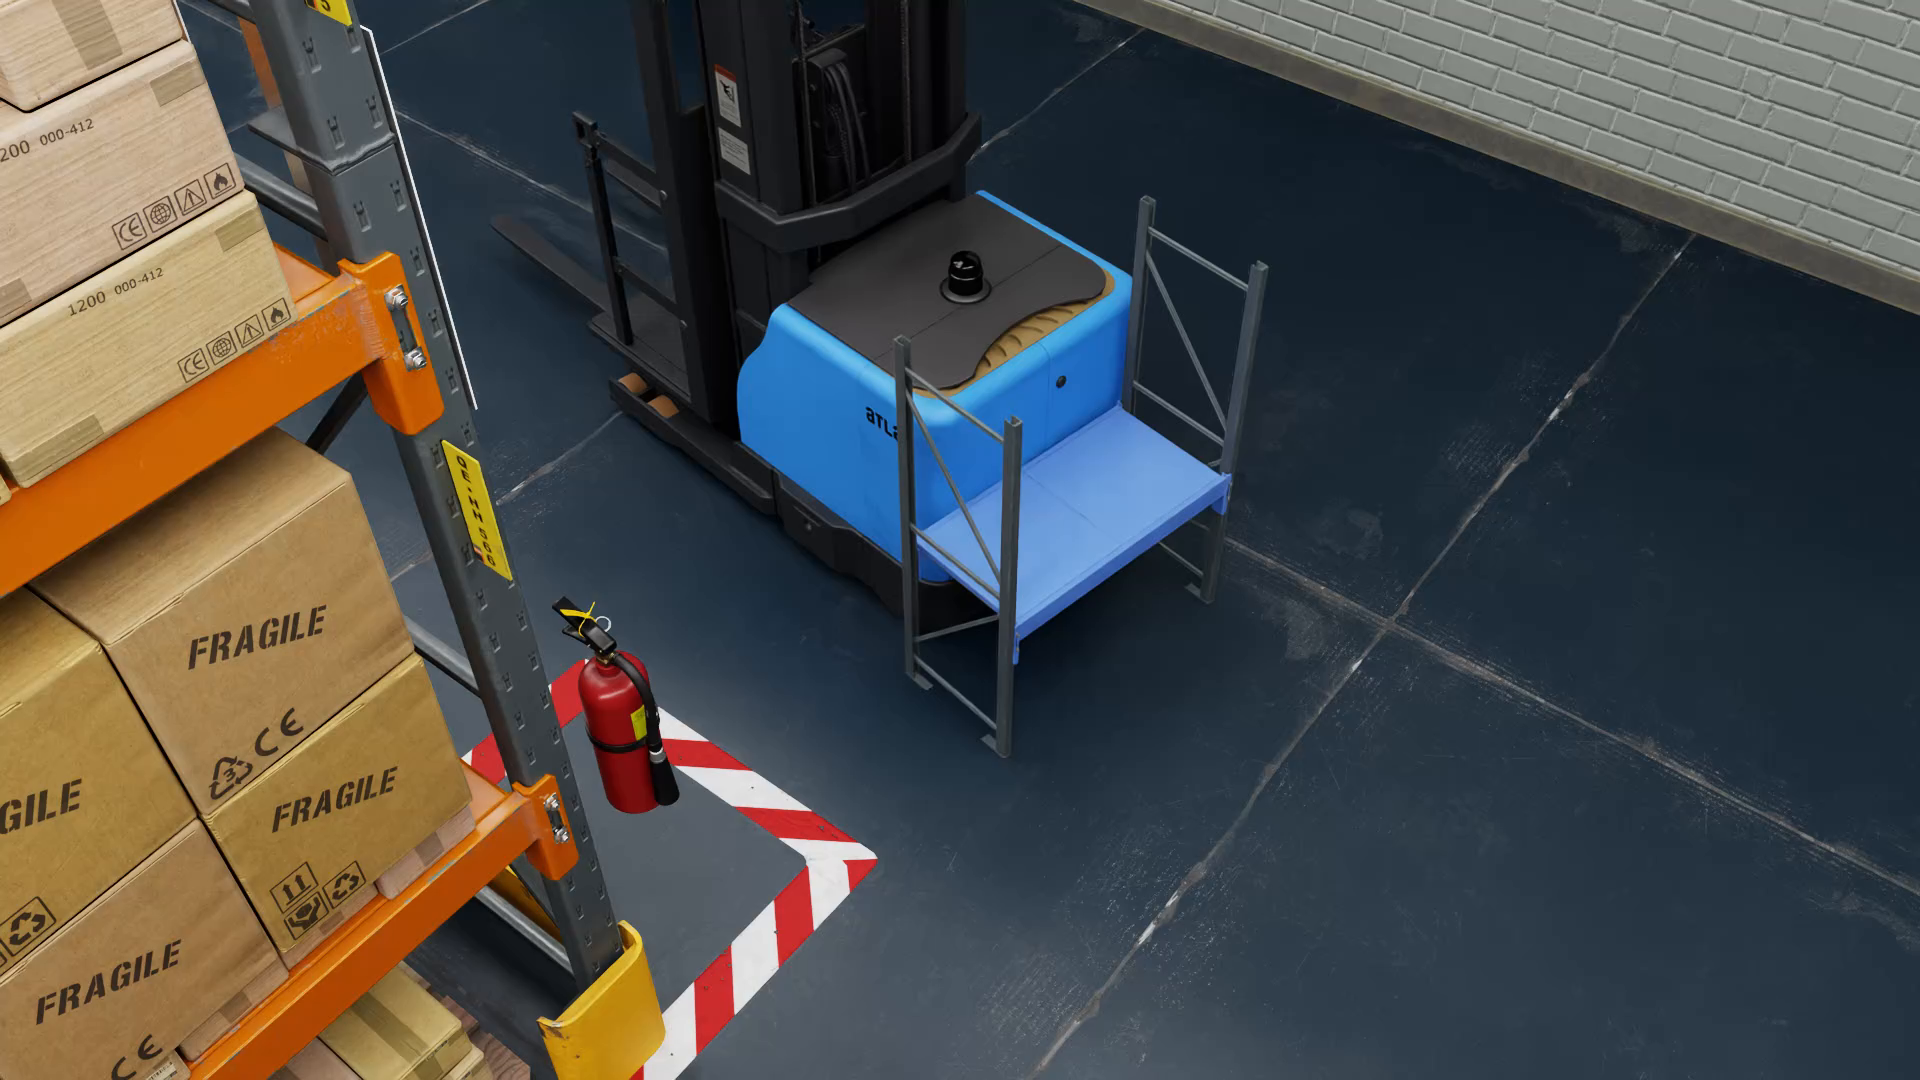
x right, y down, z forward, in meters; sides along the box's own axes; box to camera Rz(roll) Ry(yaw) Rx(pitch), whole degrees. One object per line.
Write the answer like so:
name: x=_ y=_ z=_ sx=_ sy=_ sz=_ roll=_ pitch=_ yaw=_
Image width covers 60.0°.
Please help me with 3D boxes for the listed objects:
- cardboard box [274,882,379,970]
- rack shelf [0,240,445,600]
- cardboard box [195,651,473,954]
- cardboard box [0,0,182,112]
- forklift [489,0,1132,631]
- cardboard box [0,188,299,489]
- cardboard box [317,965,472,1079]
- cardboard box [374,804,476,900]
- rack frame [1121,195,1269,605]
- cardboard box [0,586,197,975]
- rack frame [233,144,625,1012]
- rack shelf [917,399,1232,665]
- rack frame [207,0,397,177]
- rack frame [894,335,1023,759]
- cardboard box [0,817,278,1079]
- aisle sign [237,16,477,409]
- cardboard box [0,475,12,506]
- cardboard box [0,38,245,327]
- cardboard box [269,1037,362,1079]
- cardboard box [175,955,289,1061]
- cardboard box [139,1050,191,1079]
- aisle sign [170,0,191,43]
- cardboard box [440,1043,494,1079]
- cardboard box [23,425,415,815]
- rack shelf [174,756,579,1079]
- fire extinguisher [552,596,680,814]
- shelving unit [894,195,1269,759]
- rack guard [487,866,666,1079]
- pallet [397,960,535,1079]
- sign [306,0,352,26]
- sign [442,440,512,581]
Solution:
cardboard box: x=-1.514 y=0.723 z=3.658 sx=0.380 sy=0.149 sz=0.250 roll=29 pitch=53 yaw=25
rack shelf: x=-2.579 y=0.556 z=2.068 sx=1.077 sy=0.370 sz=4.000 roll=29 pitch=53 yaw=25
cardboard box: x=-1.428 y=0.433 z=3.487 sx=0.500 sy=0.500 sz=0.500 roll=30 pitch=53 yaw=26
cardboard box: x=-1.327 y=-0.775 z=2.324 sx=0.380 sy=0.149 sz=0.250 roll=29 pitch=53 yaw=25
forklift: x=-0.766 y=-1.656 z=5.805 sx=1.130 sy=2.935 sz=3.031 roll=-36 pitch=56 yaw=-29
cardboard box: x=-1.425 y=-0.408 z=2.595 sx=0.500 sy=0.250 sz=0.500 roll=28 pitch=52 yaw=24
cardboard box: x=-1.480 y=1.248 z=4.253 sx=0.380 sy=0.149 sz=0.250 roll=30 pitch=53 yaw=25
cardboard box: x=-1.332 y=0.597 z=3.779 sx=0.380 sy=0.149 sz=0.250 roll=29 pitch=53 yaw=25
rack frame: x=0.741 y=-0.422 z=5.616 sx=0.032 sy=1.500 sz=0.500 roll=-33 pitch=55 yaw=-28
cardboard box: x=-1.749 y=0.378 z=2.848 sx=0.500 sy=0.500 sz=0.500 roll=27 pitch=52 yaw=24
rack frame: x=-1.357 y=0.199 z=3.985 sx=1.000 sy=3.000 sz=0.127 roll=29 pitch=53 yaw=25
rack shelf: x=0.366 y=-0.050 z=5.509 sx=1.000 sy=0.185 sz=0.538 roll=-33 pitch=55 yaw=-28
rack frame: x=-1.357 y=-1.873 z=1.816 sx=1.000 sy=3.000 sz=0.127 roll=29 pitch=53 yaw=25
rack frame: x=-0.010 y=0.074 z=5.142 sx=0.032 sy=1.500 sz=0.500 roll=-33 pitch=55 yaw=-28
cardboard box: x=-1.747 y=0.725 z=3.208 sx=0.500 sy=0.500 sz=0.500 roll=28 pitch=53 yaw=24
aisle sign: x=-1.074 y=-0.608 z=2.958 sx=0.394 sy=0.787 sz=0.004 roll=29 pitch=53 yaw=25
cardboard box: x=-1.732 y=-0.113 z=2.313 sx=0.500 sy=0.250 sz=0.500 roll=29 pitch=53 yaw=25
cardboard box: x=-1.437 y=-0.582 z=2.415 sx=0.500 sy=0.250 sz=0.500 roll=28 pitch=52 yaw=24
cardboard box: x=-1.679 y=1.367 z=4.140 sx=0.380 sy=0.149 sz=0.250 roll=30 pitch=53 yaw=26
cardboard box: x=-1.655 y=0.873 z=3.515 sx=0.380 sy=0.149 sz=0.250 roll=29 pitch=53 yaw=25
cardboard box: x=-1.793 y=1.030 z=3.366 sx=0.380 sy=0.149 sz=0.250 roll=31 pitch=54 yaw=26
aisle sign: x=-1.549 y=-0.873 z=3.212 sx=0.394 sy=0.787 sz=0.004 roll=29 pitch=53 yaw=25
cardboard box: x=-1.453 y=1.364 z=4.348 sx=0.380 sy=0.149 sz=0.250 roll=28 pitch=52 yaw=24
cardboard box: x=-1.440 y=0.088 z=3.125 sx=0.500 sy=0.500 sz=0.500 roll=28 pitch=52 yaw=24
rack shelf: x=-2.579 y=1.592 z=3.152 sx=1.077 sy=0.370 sz=4.000 roll=29 pitch=53 yaw=25
fire extinguisher: x=-0.837 y=0.415 z=4.091 sx=0.296 sy=0.674 sz=0.183 roll=29 pitch=53 yaw=25
shelving unit: x=0.366 y=-0.174 z=5.379 sx=1.048 sy=1.500 sz=0.538 roll=-33 pitch=55 yaw=-28
rack guard: x=-1.403 y=1.106 z=4.848 sx=1.175 sy=0.500 sz=0.348 roll=29 pitch=53 yaw=25
pallet: x=-1.928 y=1.655 z=4.523 sx=1.003 sy=0.211 sz=1.213 roll=29 pitch=53 yaw=25
sign: x=-0.930 y=-0.886 z=2.335 sx=0.100 sy=0.325 sz=0.005 roll=29 pitch=53 yaw=25
sign: x=-0.930 y=-0.053 z=3.207 sx=0.100 sy=0.325 sz=0.005 roll=29 pitch=53 yaw=25
